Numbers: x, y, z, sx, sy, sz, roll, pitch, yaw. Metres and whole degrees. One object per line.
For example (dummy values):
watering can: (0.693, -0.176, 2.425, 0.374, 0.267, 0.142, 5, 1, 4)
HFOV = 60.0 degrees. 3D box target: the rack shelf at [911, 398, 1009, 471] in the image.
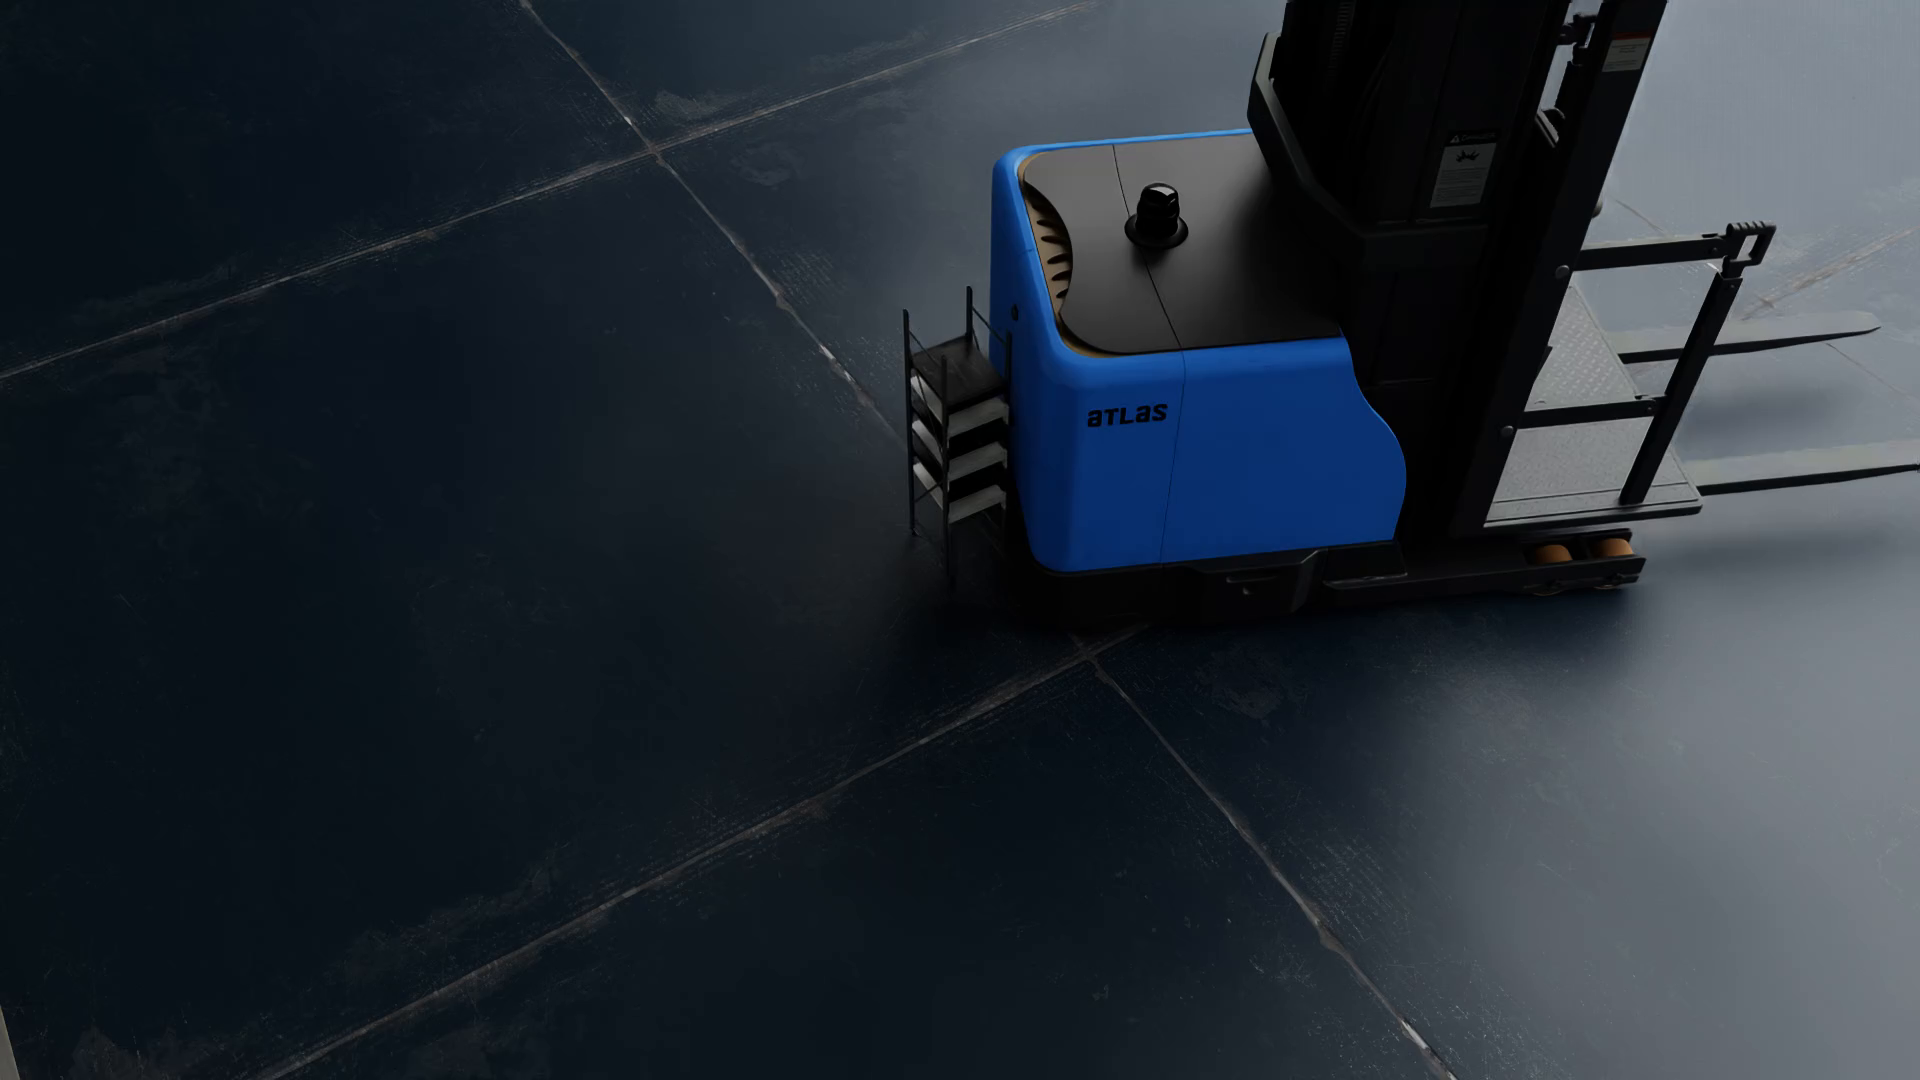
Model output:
rack shelf: (-0.008, -0.341, 4.875, 0.200, 0.077, 0.258, -23, 52, -19)

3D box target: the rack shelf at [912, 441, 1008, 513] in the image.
rack shelf: (-0.008, -0.221, 5.010, 0.200, 0.077, 0.258, -23, 52, -19)

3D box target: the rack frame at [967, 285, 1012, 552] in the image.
rack frame: (0.081, -0.341, 4.951, 0.006, 0.900, 0.240, -23, 52, -19)

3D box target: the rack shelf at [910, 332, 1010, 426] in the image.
rack shelf: (-0.008, -0.461, 4.741, 0.200, 0.077, 0.258, -23, 52, -19)

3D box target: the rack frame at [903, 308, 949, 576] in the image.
rack frame: (-0.096, -0.266, 4.884, 0.006, 0.900, 0.240, -23, 52, -19)

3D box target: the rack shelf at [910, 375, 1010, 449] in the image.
rack shelf: (-0.008, -0.401, 4.808, 0.200, 0.077, 0.258, -23, 52, -19)

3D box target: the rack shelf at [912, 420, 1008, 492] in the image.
rack shelf: (-0.008, -0.281, 4.943, 0.200, 0.077, 0.258, -23, 52, -19)

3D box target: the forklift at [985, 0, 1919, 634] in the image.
forklift: (1.639, -1.192, 4.349, 3.031, 2.935, 1.130, -6, 49, -5)

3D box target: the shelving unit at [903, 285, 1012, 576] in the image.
shelving unit: (-0.008, -0.303, 4.918, 0.210, 0.900, 0.258, -23, 52, -19)

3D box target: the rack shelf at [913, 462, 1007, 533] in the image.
rack shelf: (-0.008, -0.162, 5.077, 0.200, 0.077, 0.258, -23, 52, -19)
